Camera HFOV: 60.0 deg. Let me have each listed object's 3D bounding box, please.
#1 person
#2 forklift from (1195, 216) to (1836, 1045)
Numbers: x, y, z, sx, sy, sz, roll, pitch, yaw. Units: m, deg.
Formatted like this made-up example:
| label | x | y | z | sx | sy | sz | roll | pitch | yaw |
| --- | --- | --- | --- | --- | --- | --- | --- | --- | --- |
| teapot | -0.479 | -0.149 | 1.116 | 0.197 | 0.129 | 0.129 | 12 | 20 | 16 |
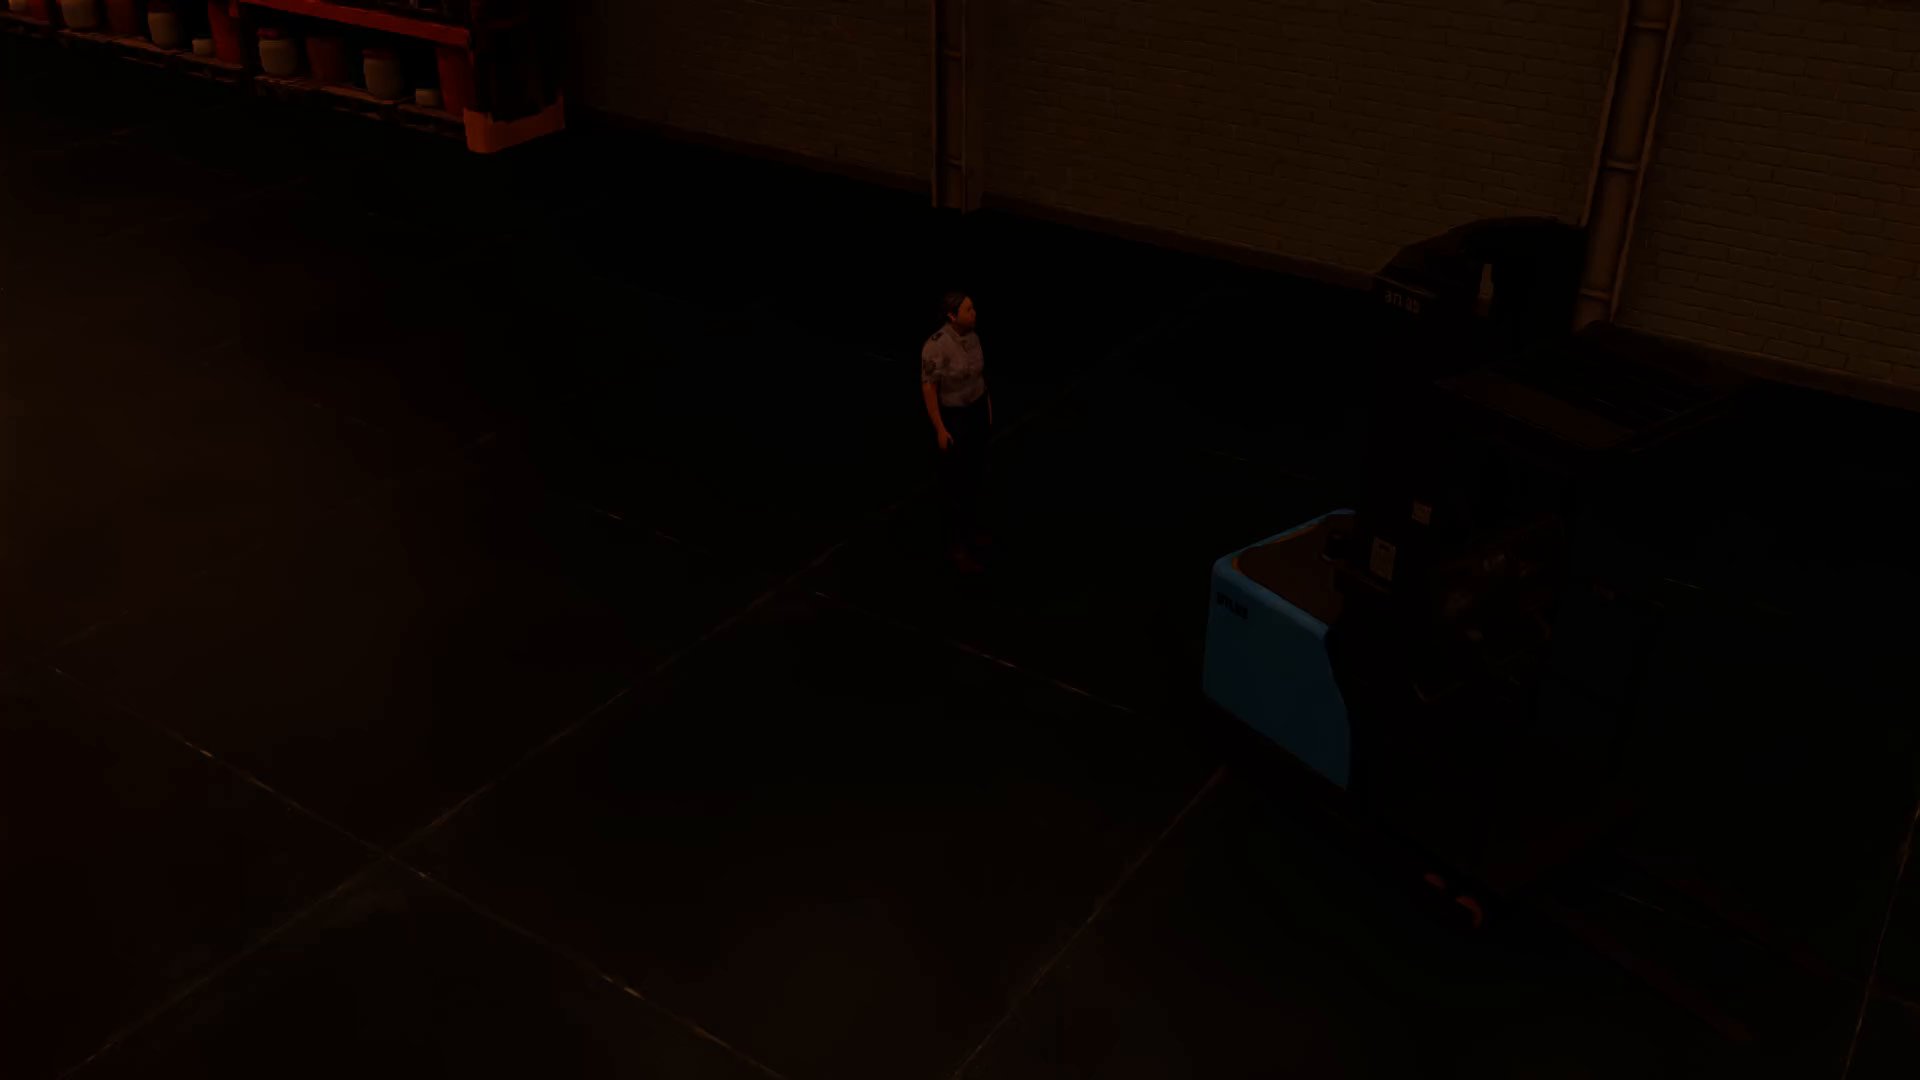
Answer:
| label | x | y | z | sx | sy | sz | roll | pitch | yaw |
| --- | --- | --- | --- | --- | --- | --- | --- | --- | --- |
| person | 0.062 | -0.680 | 10.025 | 0.502 | 1.642 | 0.599 | 19 | 35 | 29 |
| forklift | 2.500 | 0.217 | 7.208 | 1.130 | 2.935 | 3.031 | -20 | 36 | -31 |
